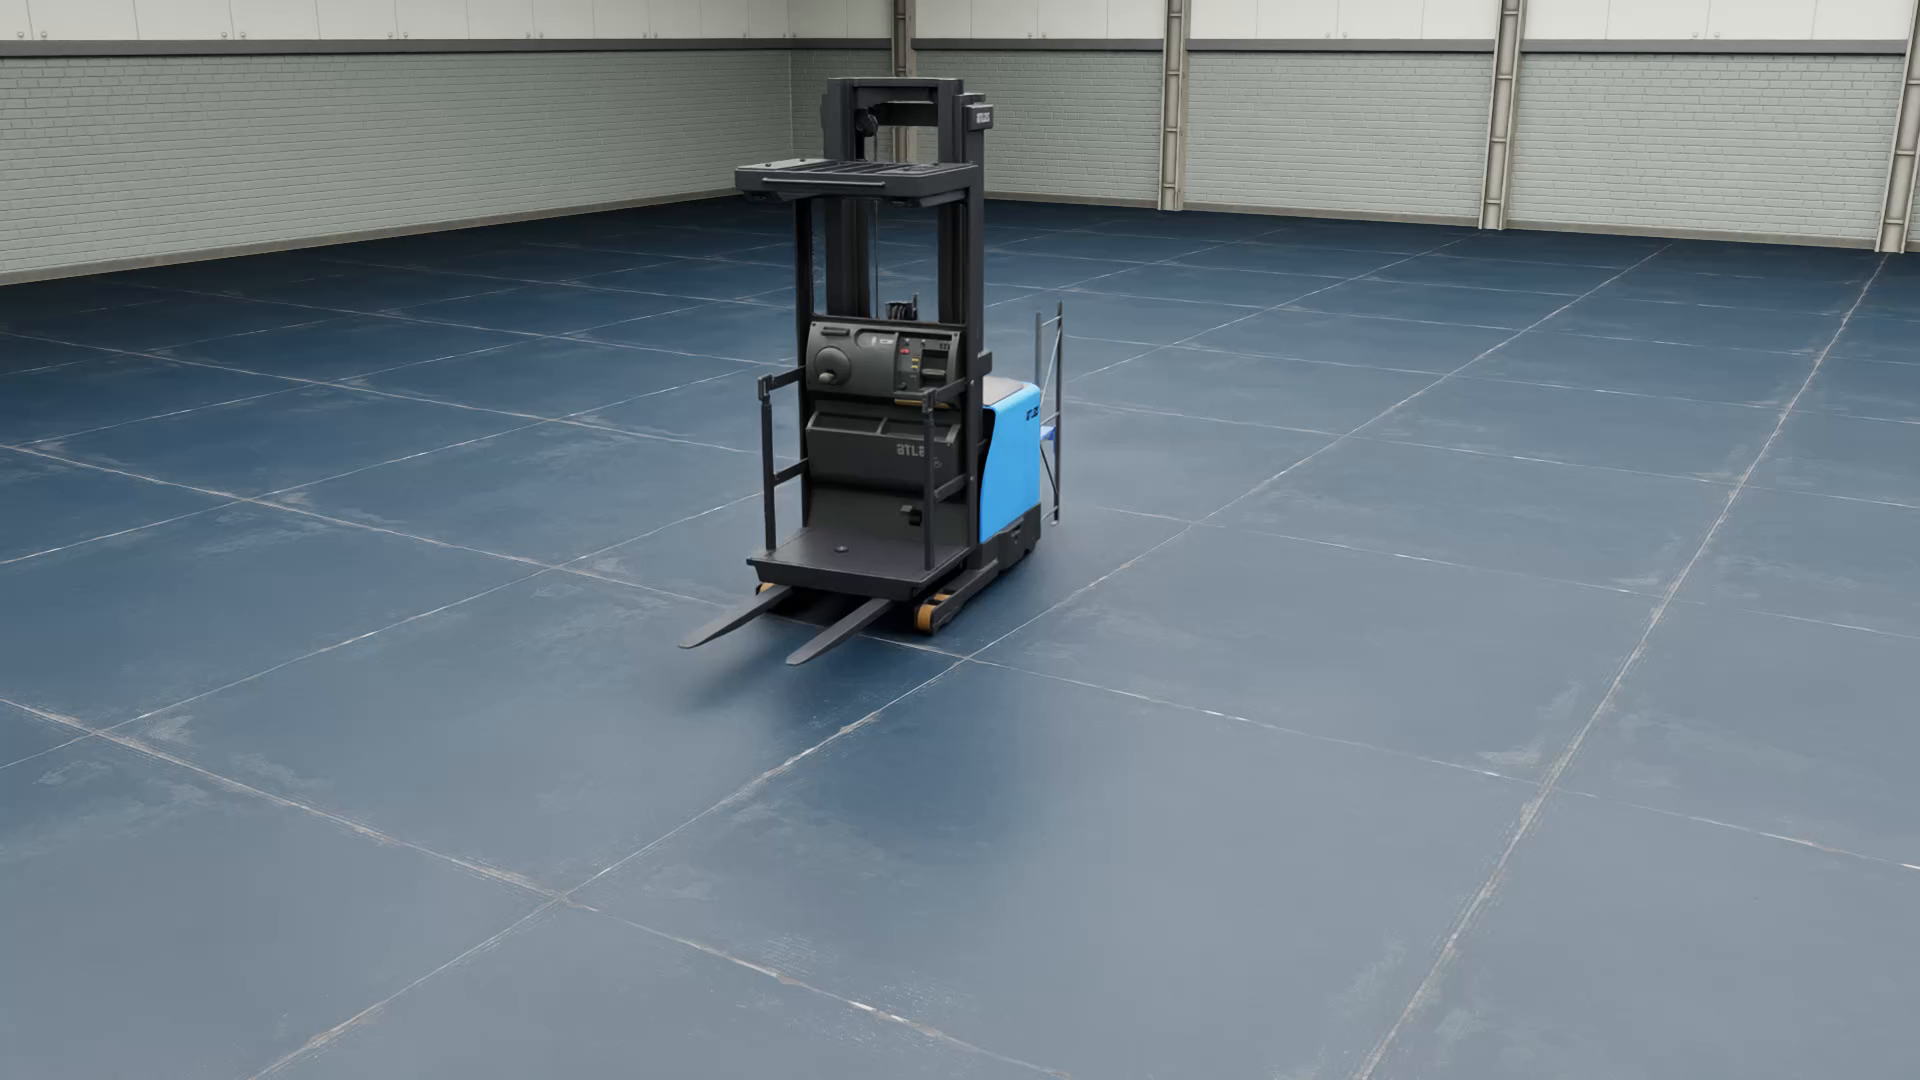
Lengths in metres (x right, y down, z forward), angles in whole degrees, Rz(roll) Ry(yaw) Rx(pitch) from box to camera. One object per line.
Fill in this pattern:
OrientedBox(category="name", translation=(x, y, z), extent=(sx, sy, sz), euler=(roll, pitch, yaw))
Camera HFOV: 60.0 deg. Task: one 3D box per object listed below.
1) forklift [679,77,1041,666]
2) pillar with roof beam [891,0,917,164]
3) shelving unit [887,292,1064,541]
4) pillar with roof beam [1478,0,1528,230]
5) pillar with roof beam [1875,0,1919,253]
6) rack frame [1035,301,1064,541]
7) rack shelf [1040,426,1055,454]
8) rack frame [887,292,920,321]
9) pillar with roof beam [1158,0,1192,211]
OrientedBox(category="forklift", translation=(-0.520, -1.023, 9.206), extent=(1.130, 2.935, 3.031), euler=(7, 18, 22))
OrientedBox(category="pillar with roof beam", translation=(-3.387, -10.388, 29.595), extent=(0.400, 9.000, 9.100), euler=(10, 20, 30))
OrientedBox(category="shelving unit", translation=(0.101, -0.831, 11.037), extent=(1.048, 1.500, 0.538), euler=(6, 18, 20))
OrientedBox(category="pillar with roof beam", translation=(6.838, -8.562, 23.586), extent=(0.400, 9.000, 9.100), euler=(10, 20, 30))
OrientedBox(category="pillar with roof beam", translation=(11.951, -7.650, 20.582), extent=(0.400, 9.000, 9.100), euler=(10, 20, 30))
OrientedBox(category="rack frame", translation=(0.576, -0.779, 10.865), extent=(0.032, 1.500, 0.500), euler=(6, 18, 20))
OrientedBox(category="rack shelf", translation=(0.101, -0.659, 11.089), extent=(1.000, 0.185, 0.538), euler=(6, 18, 20))
OrientedBox(category="rack frame", translation=(-0.374, -0.884, 11.209), extent=(0.032, 1.500, 0.500), euler=(6, 18, 20))
OrientedBox(category="pillar with roof beam", translation=(1.725, -9.475, 26.591), extent=(0.400, 9.000, 9.100), euler=(10, 20, 30))
